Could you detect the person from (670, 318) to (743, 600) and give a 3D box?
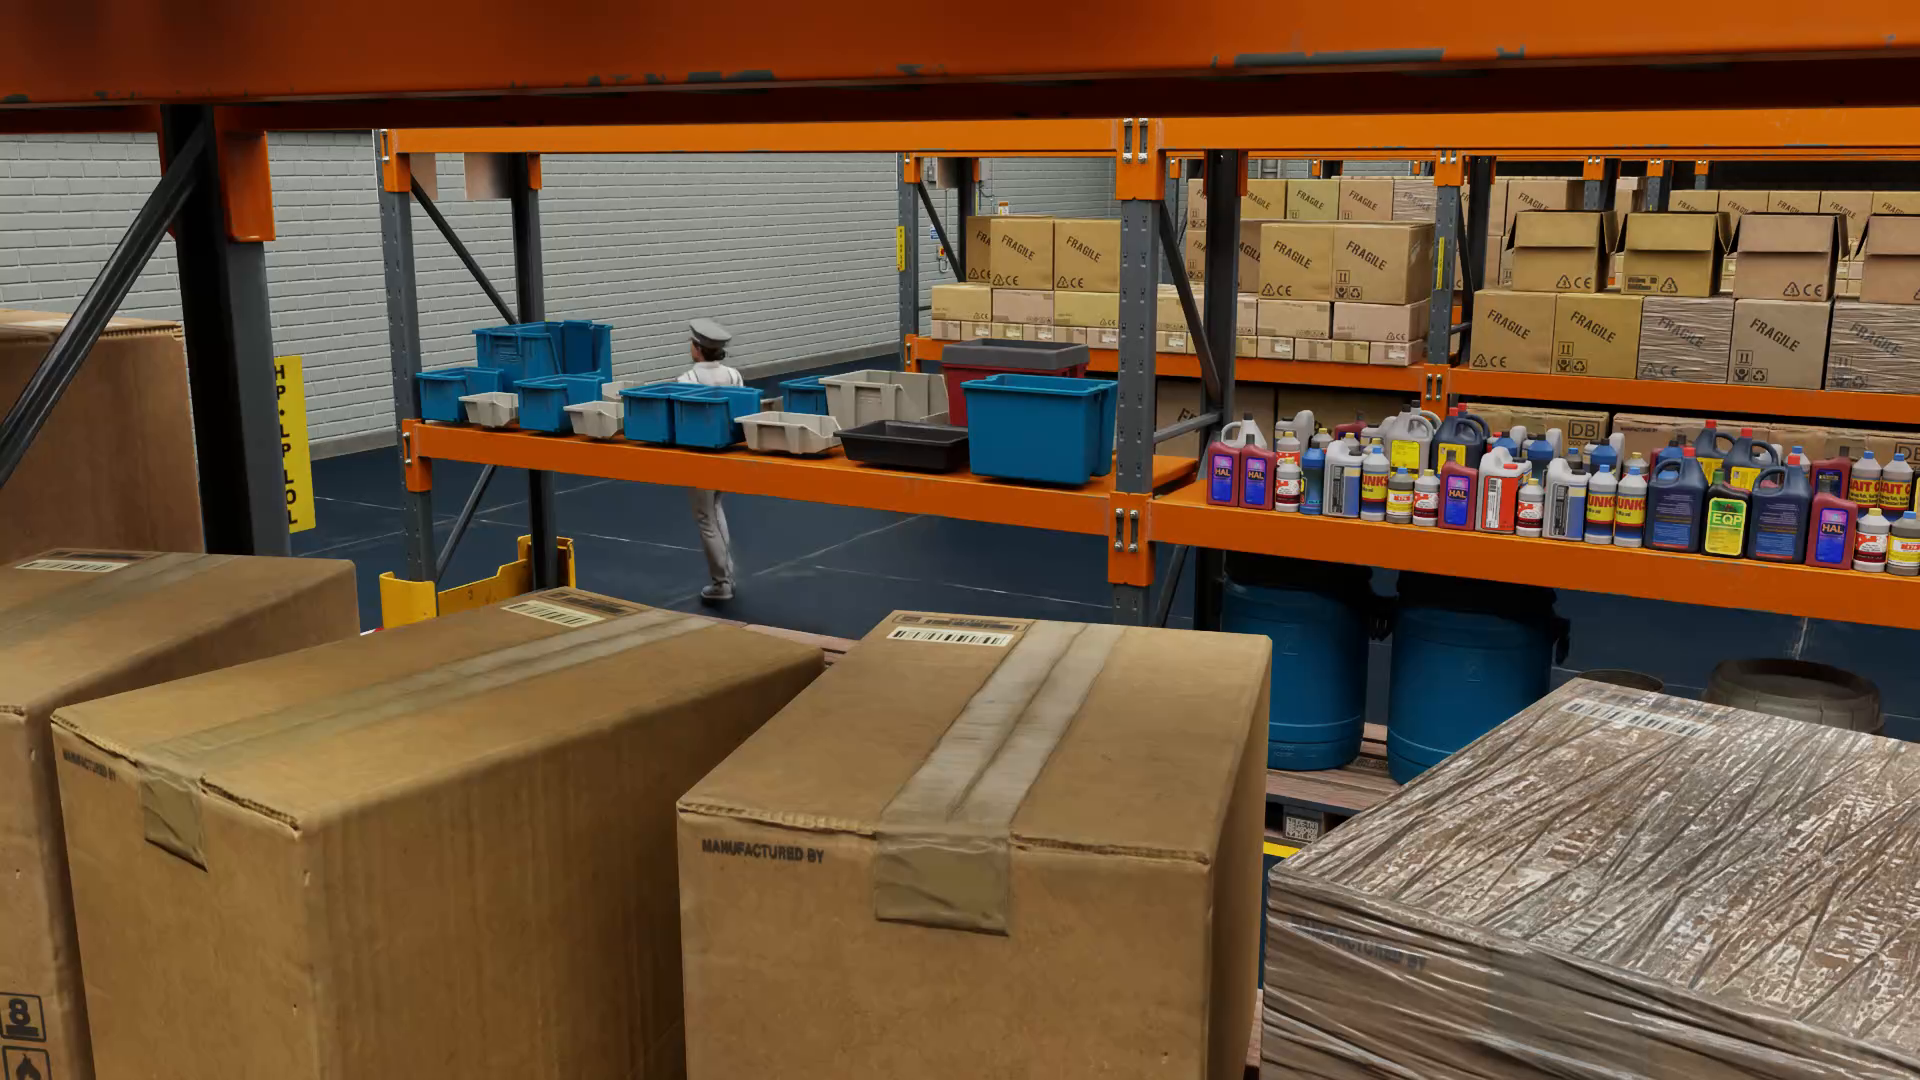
[{"bbox_3d":[-1.529,-0.462,9.937,0.514,1.728,0.483,-11,17,-40],"label":"person"}]
